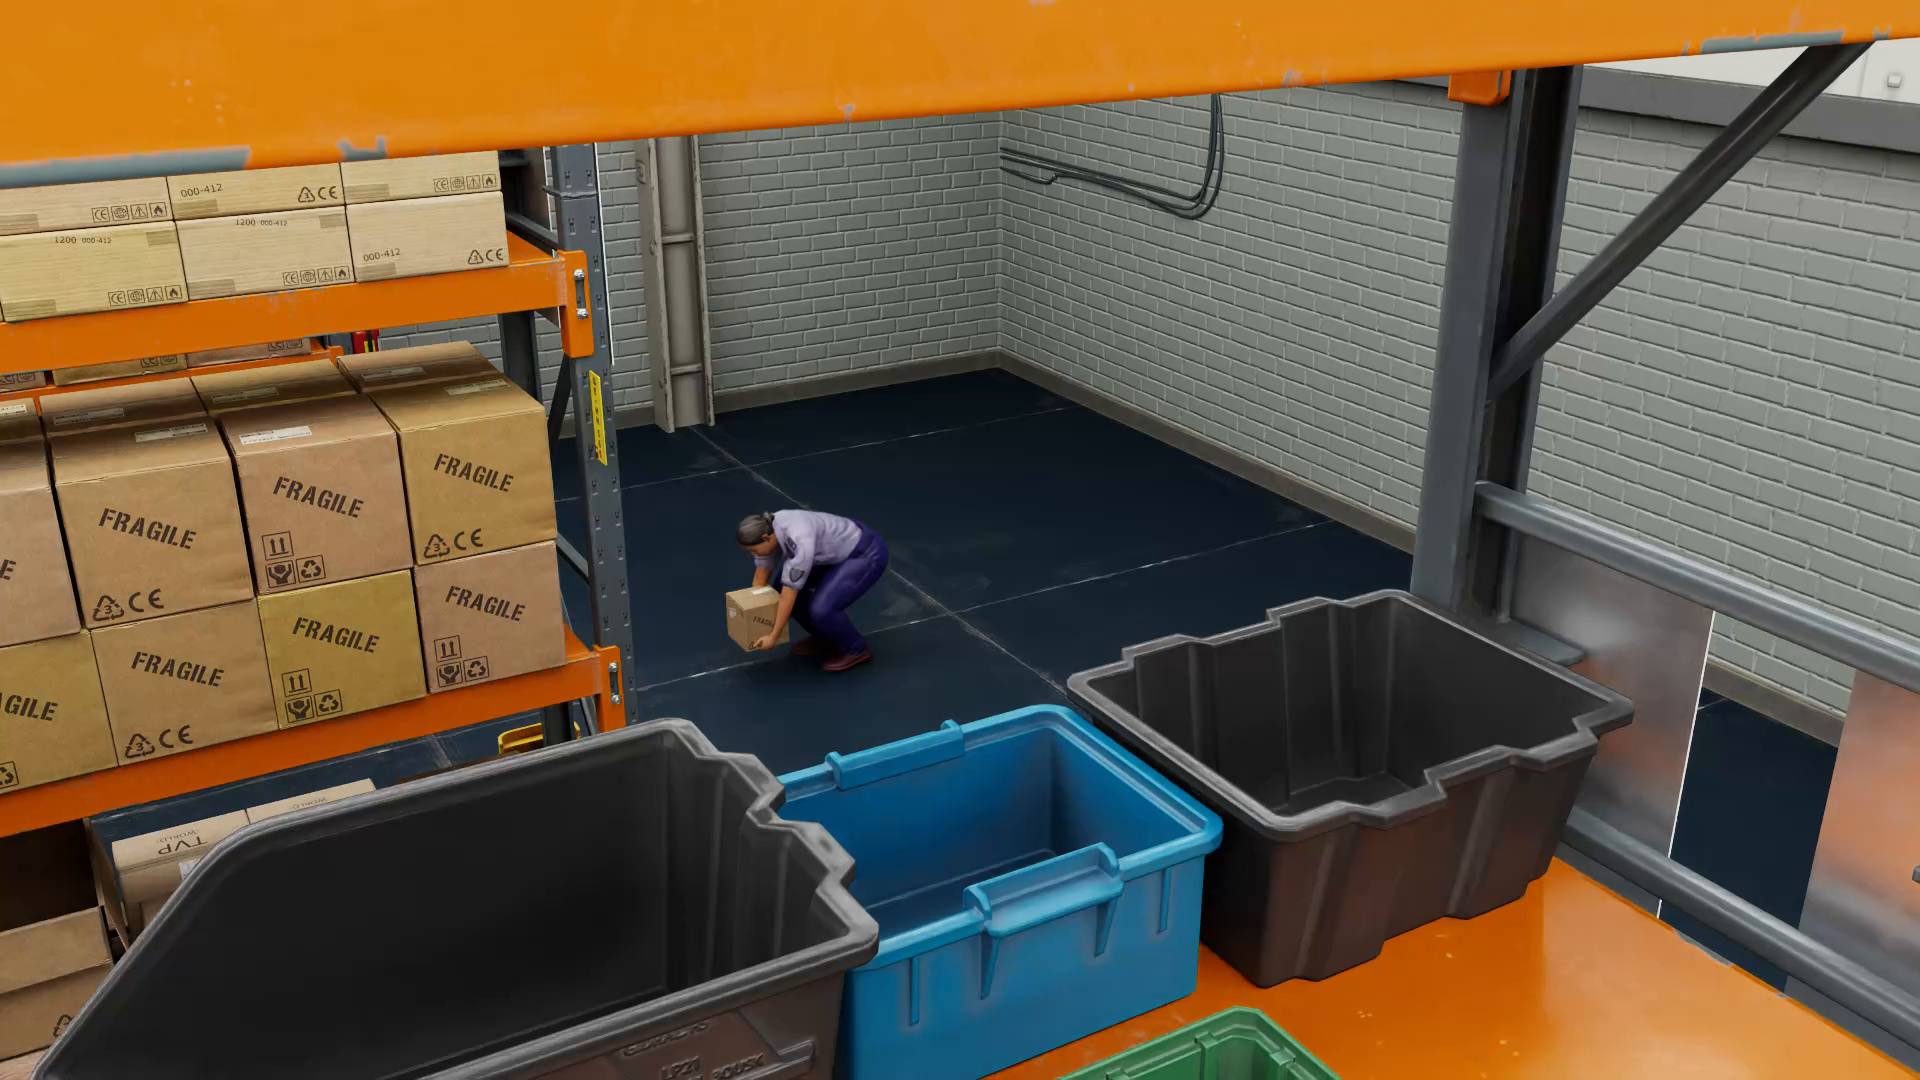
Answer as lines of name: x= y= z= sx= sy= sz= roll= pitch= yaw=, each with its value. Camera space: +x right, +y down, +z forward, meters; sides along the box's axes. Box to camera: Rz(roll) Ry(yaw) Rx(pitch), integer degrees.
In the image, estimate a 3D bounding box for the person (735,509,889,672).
person: x=-0.801 y=0.234 z=8.980 sx=0.866 sy=0.945 sz=0.514 roll=-13 pitch=26 yaw=-30
